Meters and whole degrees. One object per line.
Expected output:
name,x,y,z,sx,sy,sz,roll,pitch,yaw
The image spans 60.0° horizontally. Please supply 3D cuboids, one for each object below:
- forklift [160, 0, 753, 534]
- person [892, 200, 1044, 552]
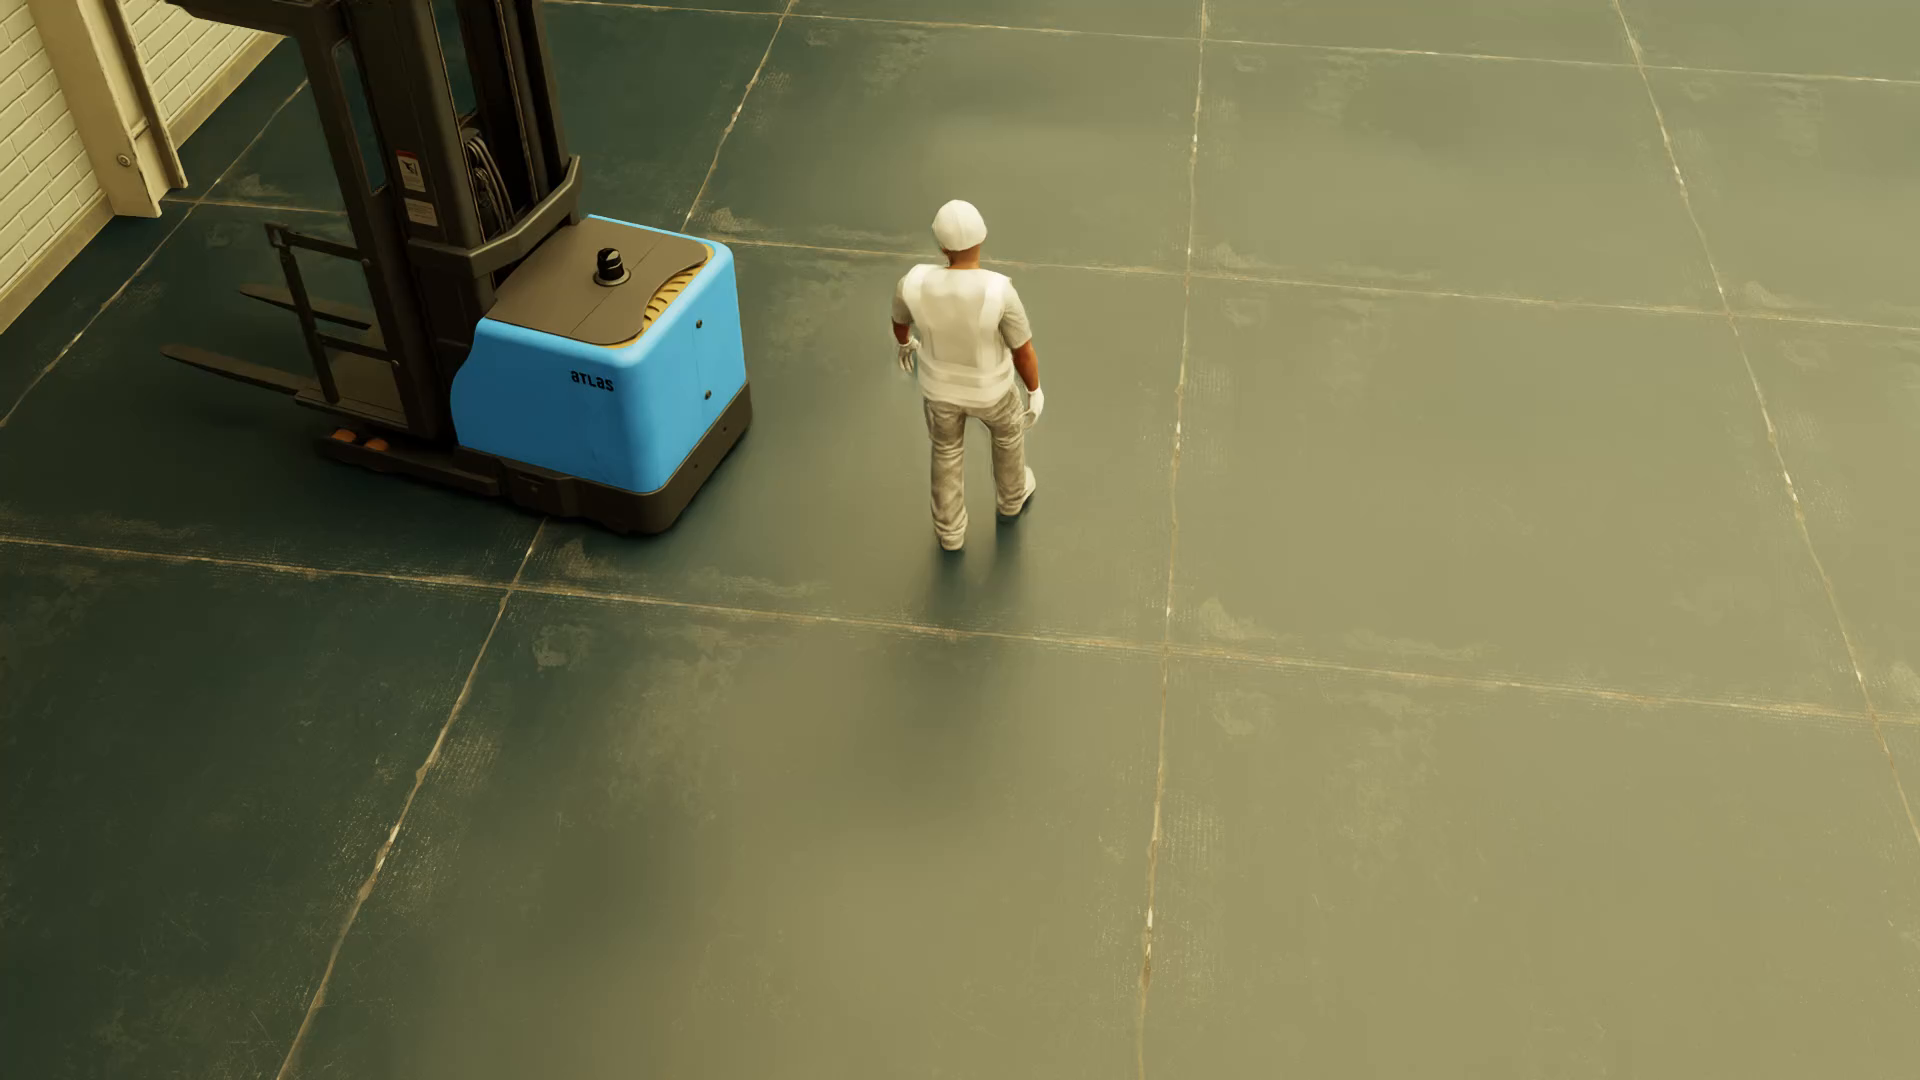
forklift,-2.624,-1.736,7.614,3.031,2.935,1.130,15,45,15
person,0.052,-0.785,7.450,0.721,1.771,0.610,9,43,10
